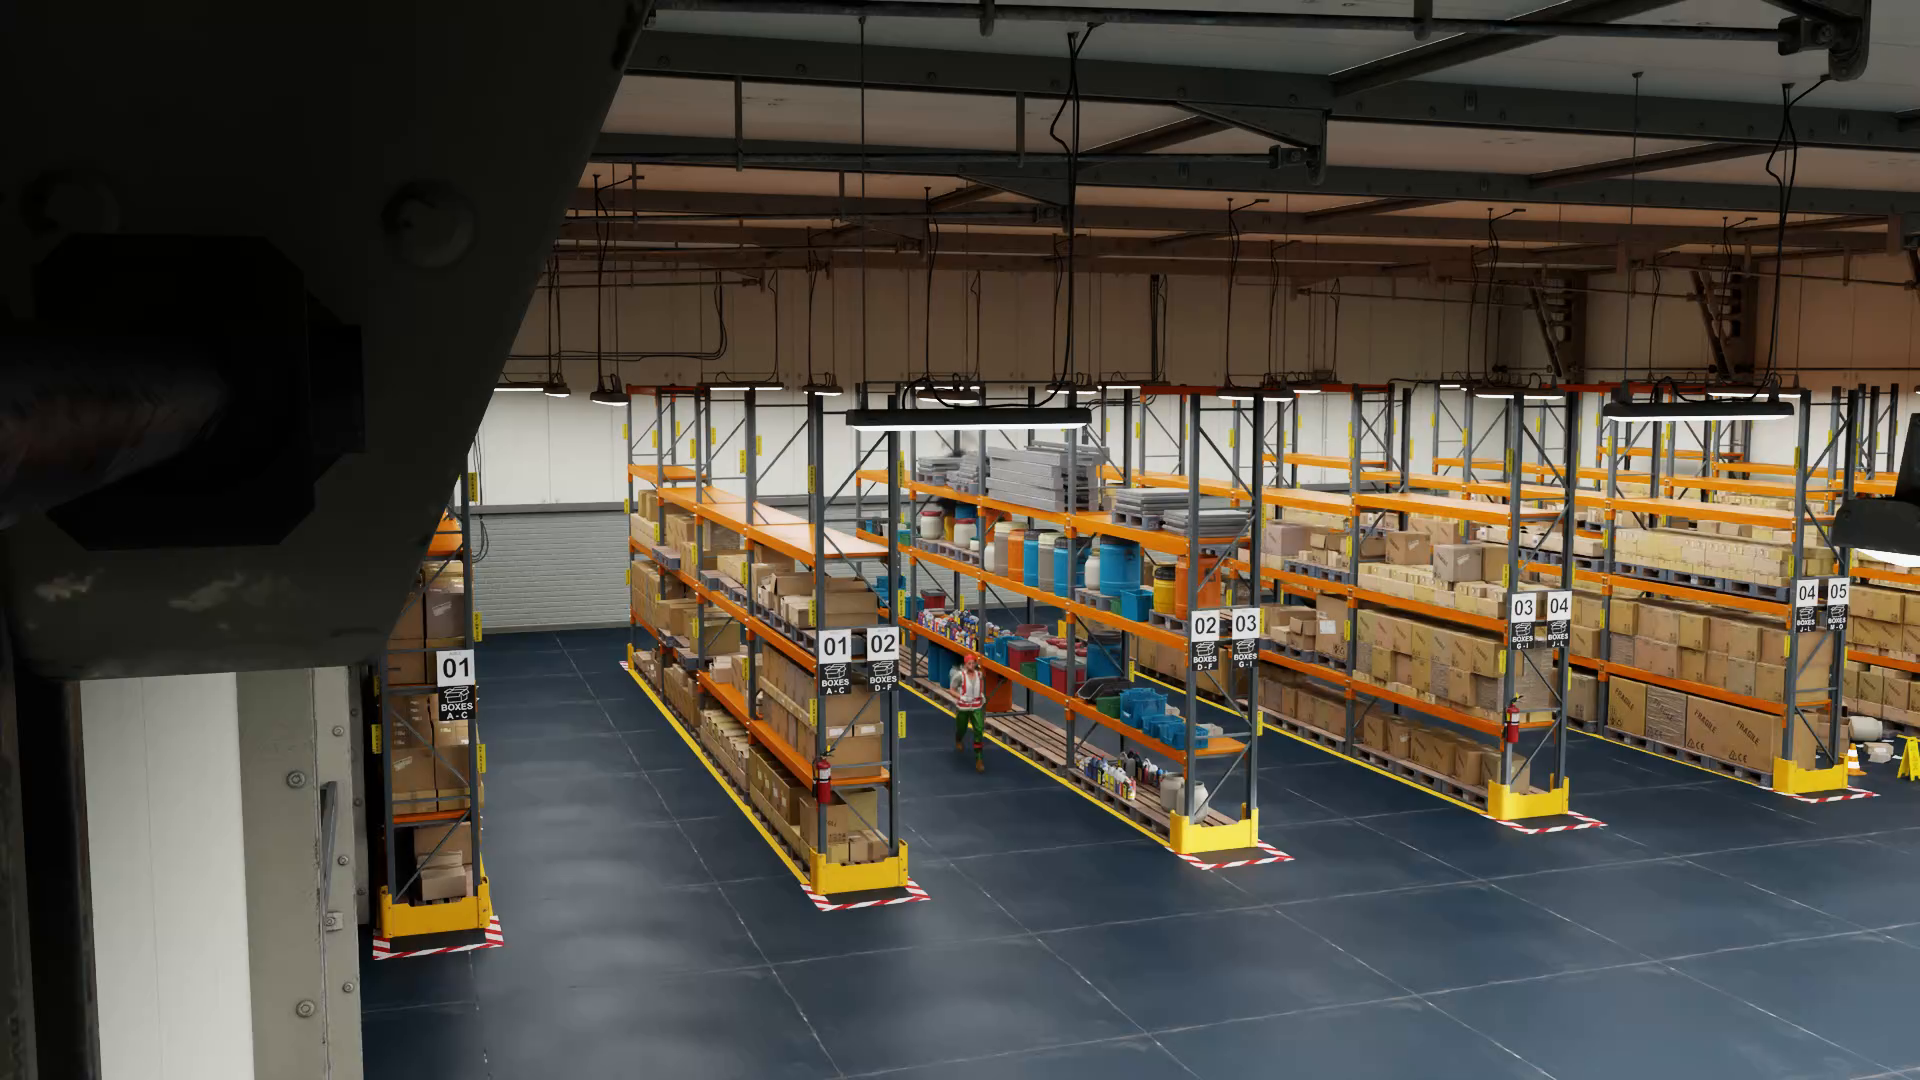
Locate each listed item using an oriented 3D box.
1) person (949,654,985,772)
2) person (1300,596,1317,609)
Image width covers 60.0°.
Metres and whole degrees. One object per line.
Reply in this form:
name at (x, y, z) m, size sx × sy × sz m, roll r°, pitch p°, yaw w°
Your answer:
person at (0.118, 2.707, 26.560) m, size 0.622 × 1.796 × 1.154 m, roll -1°, pitch 6°, yaw -13°
person at (8.840, 1.145, 41.842) m, size 0.744 × 1.788 × 0.676 m, roll -2°, pitch 6°, yaw -17°
